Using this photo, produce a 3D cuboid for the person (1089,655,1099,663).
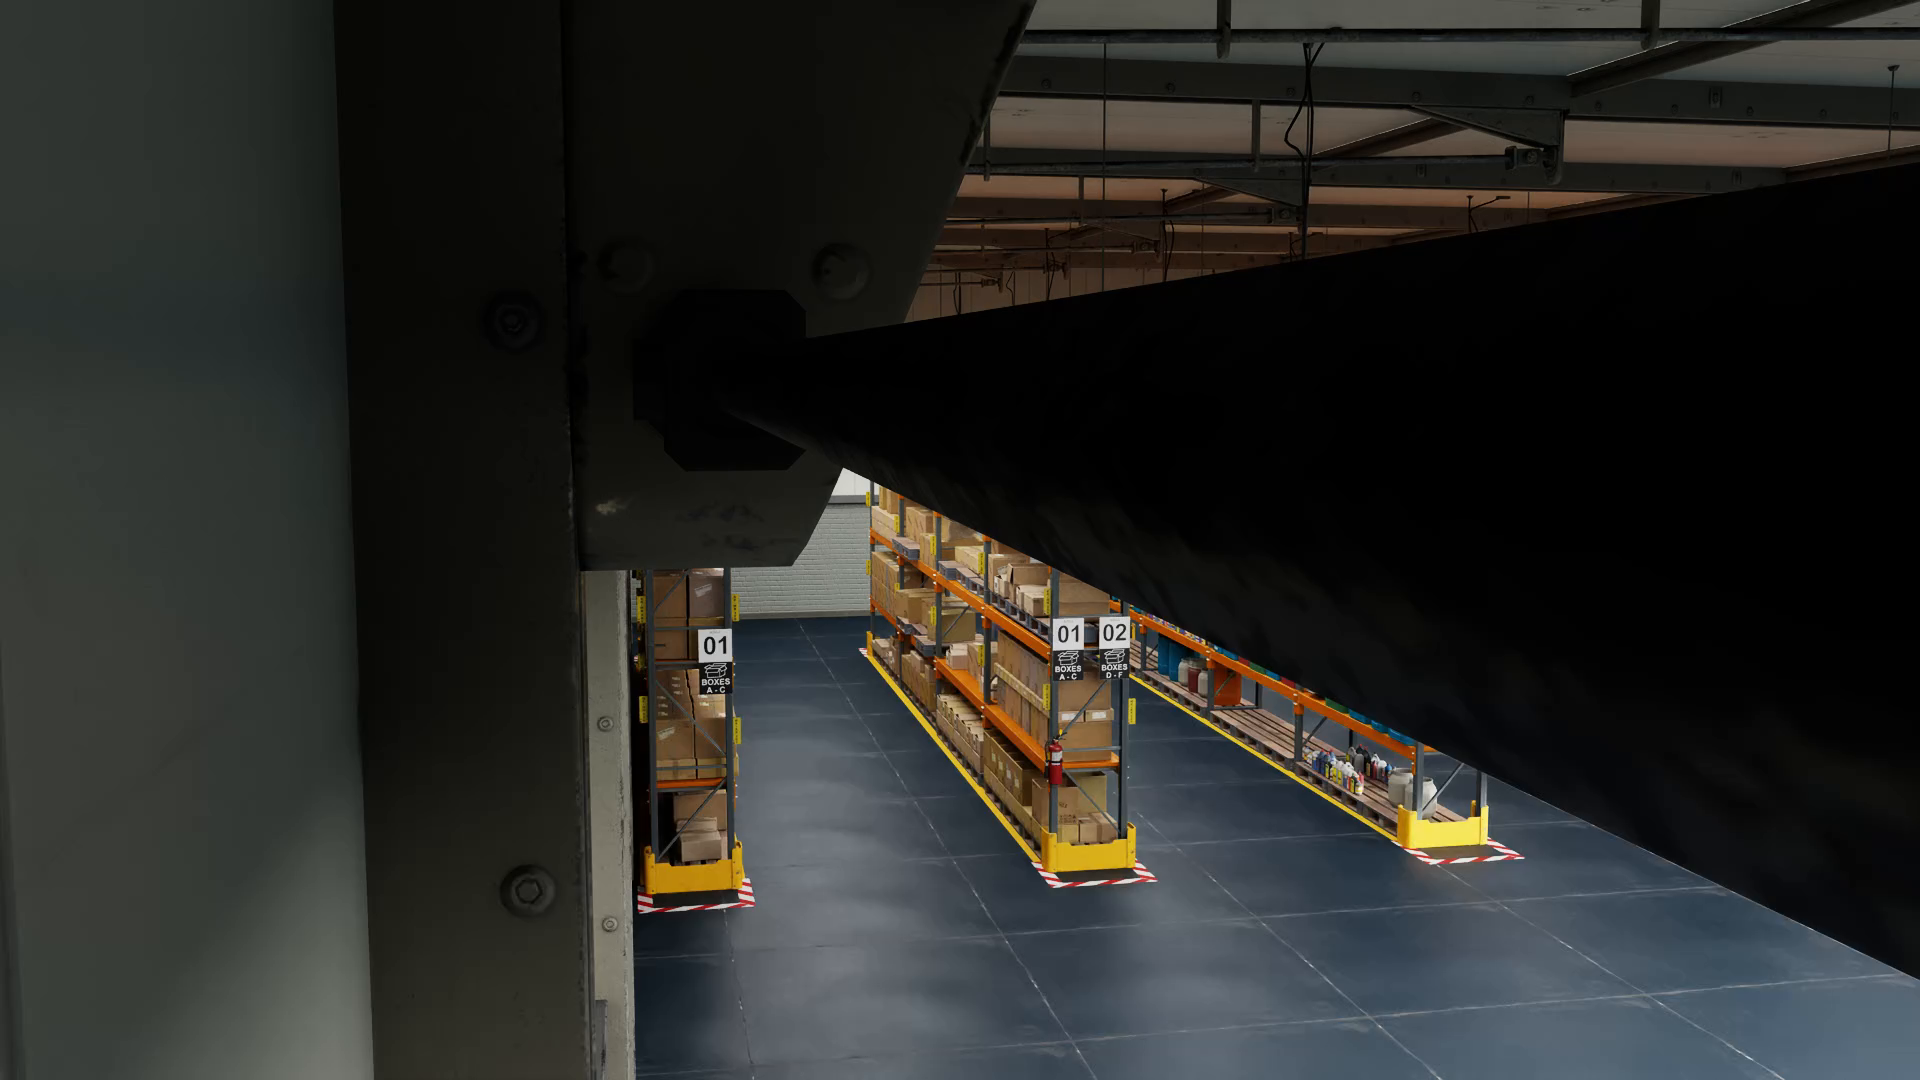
[{"bbox_3d":[2.517,2.136,29.971,0.508,1.613,0.619,-2,6,-18],"label":"person"}]
